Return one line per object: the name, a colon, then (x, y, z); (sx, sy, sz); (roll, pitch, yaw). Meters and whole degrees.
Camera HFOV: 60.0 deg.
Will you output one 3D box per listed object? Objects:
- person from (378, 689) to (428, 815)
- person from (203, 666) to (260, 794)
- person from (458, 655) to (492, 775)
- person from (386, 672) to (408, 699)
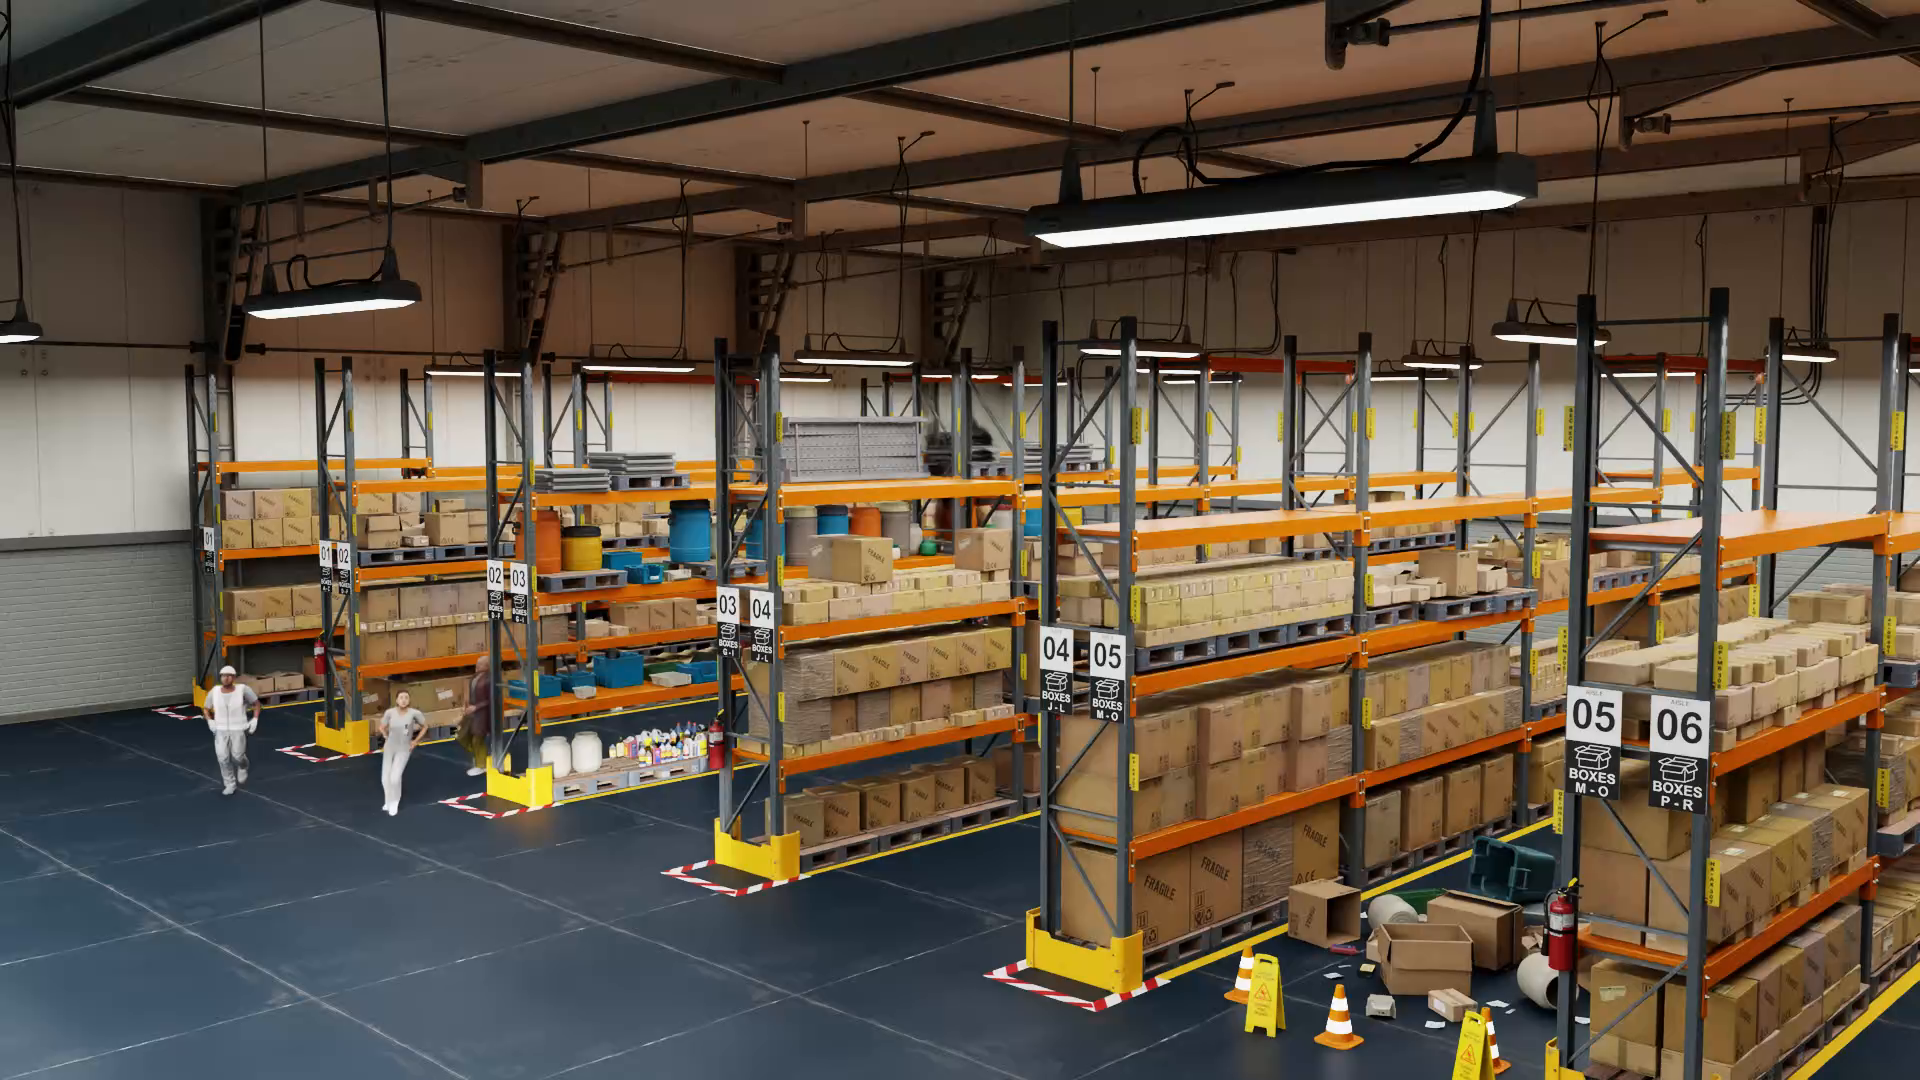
person: (-7.181, 2.719, 21.362); (0.575, 1.633, 0.617); (0, 4, 0)
person: (-9.907, 2.569, 22.620); (0.718, 1.737, 0.618); (-1, 5, -15)
person: (-6.828, 2.501, 23.609); (0.689, 1.731, 0.602); (3, 5, 34)
person: (-9.439, 2.219, 27.928); (0.588, 1.613, 0.574); (4, 6, 42)
